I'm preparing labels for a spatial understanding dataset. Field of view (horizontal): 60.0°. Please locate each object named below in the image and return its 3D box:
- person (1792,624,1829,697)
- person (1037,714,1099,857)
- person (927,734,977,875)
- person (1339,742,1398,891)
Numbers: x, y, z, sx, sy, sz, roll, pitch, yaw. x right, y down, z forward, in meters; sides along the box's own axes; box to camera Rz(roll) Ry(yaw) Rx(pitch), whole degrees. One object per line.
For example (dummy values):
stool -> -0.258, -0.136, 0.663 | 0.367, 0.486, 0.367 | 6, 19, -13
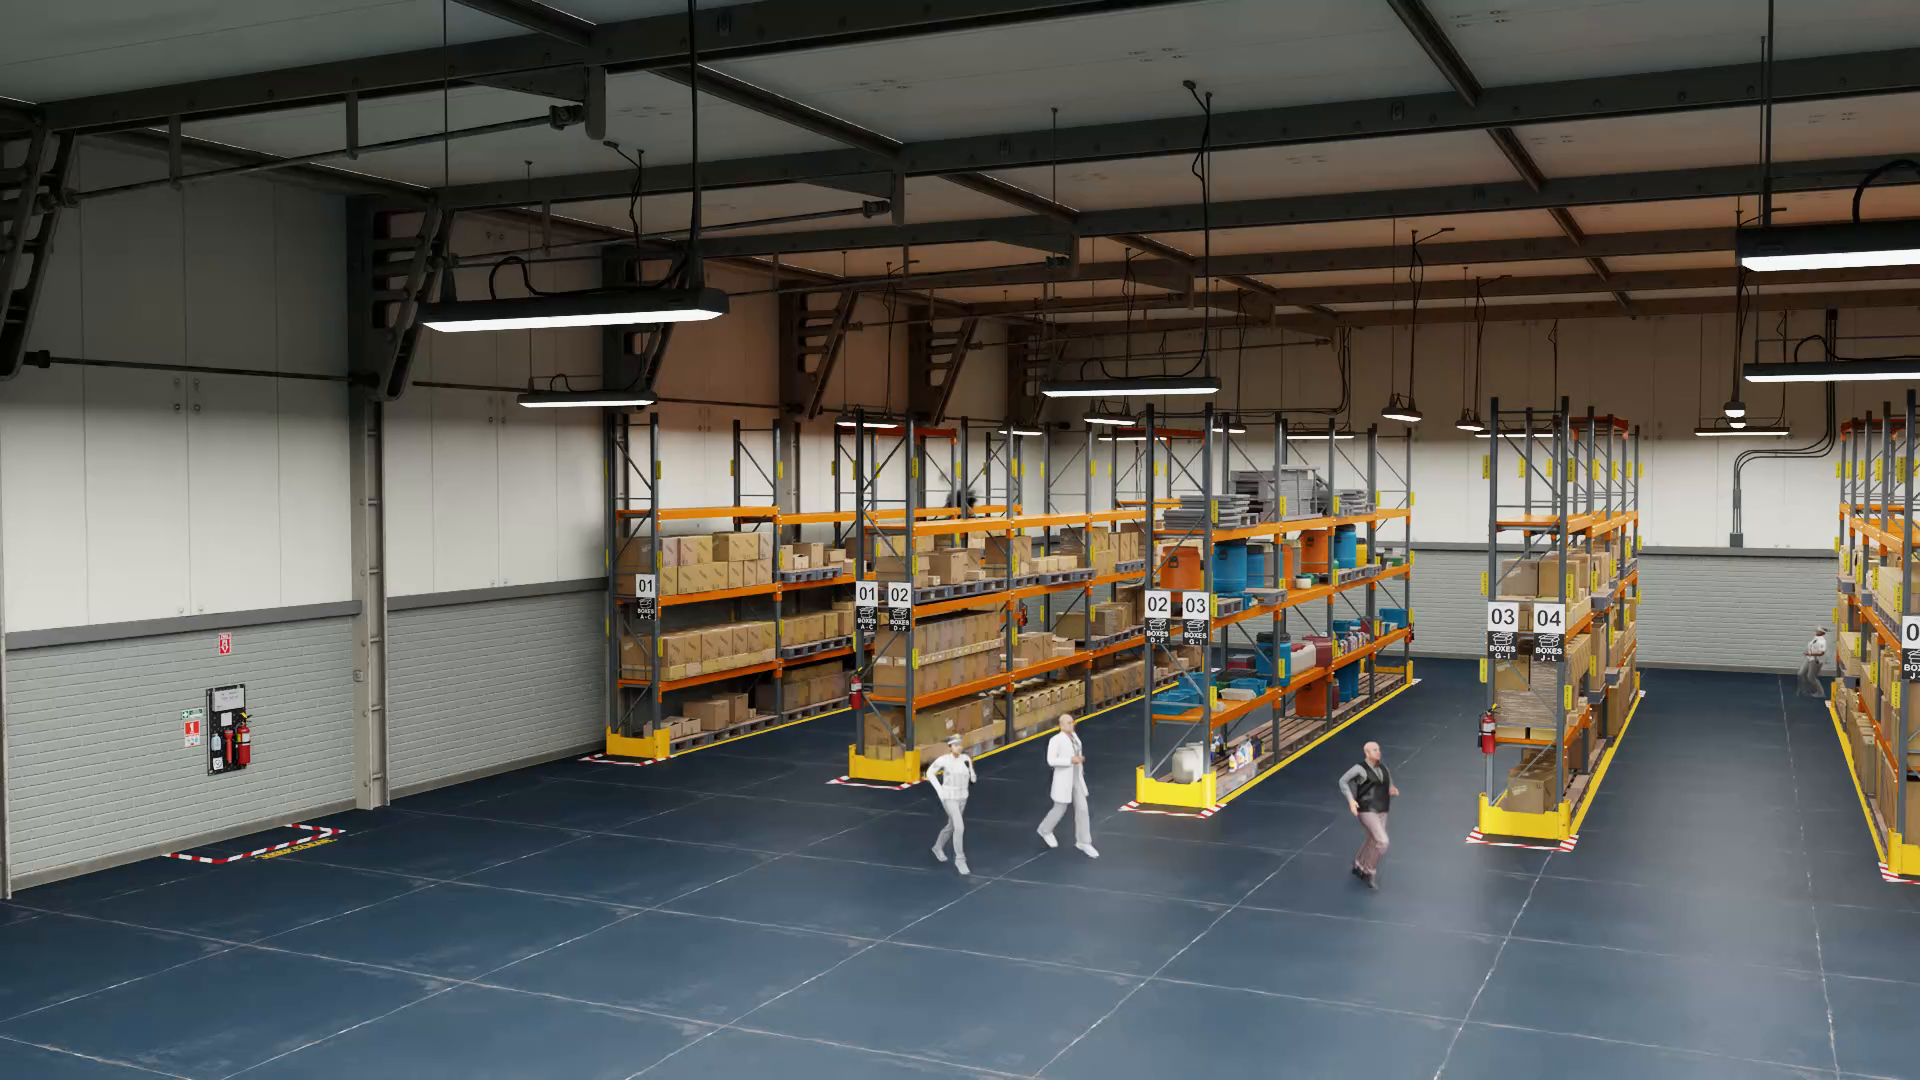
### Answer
person -> 18.636, 2.668, 36.386 | 0.590, 1.681, 0.723 | 1, 2, 12
person -> 1.391, 3.175, 21.696 | 0.701, 1.808, 0.985 | -2, 3, -40
person -> -0.068, 3.281, 20.894 | 0.587, 1.747, 0.805 | -2, 3, -38
person -> 4.957, 3.305, 19.969 | 0.627, 1.756, 0.729 | -2, 3, -37
